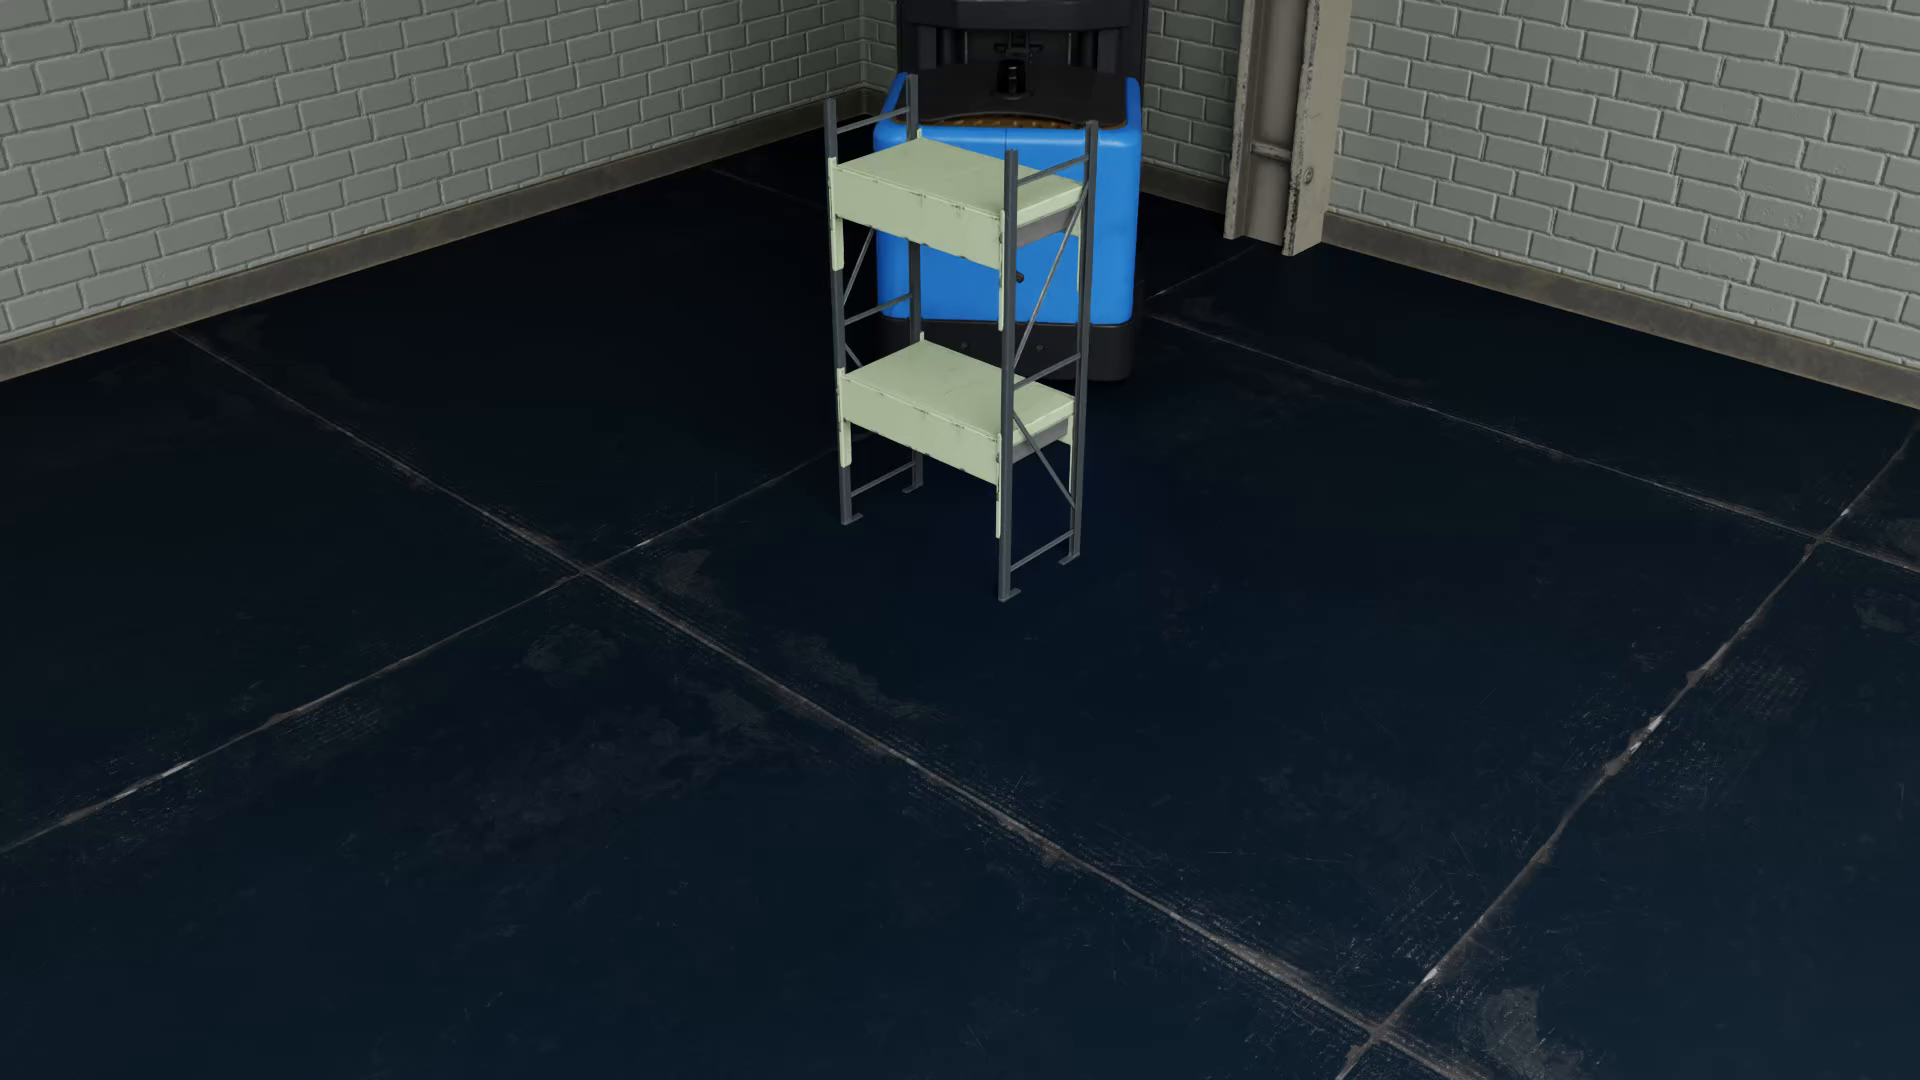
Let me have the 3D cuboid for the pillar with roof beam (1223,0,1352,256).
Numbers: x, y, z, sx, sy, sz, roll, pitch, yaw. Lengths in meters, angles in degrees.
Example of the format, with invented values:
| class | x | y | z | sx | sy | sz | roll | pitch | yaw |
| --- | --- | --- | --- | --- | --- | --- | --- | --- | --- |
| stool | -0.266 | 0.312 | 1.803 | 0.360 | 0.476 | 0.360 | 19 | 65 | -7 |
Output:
| class | x | y | z | sx | sy | sz | roll | pitch | yaw |
| --- | --- | --- | --- | --- | --- | --- | --- | --- | --- |
| pillar with roof beam | -1.338 | -3.703 | 3.176 | 0.400 | 9.000 | 9.100 | 25 | 39 | 35 |

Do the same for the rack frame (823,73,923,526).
| class | x | y | z | sx | sy | sz | roll | pitch | yaw |
| --- | --- | --- | --- | --- | --- | --- | --- | --- | --- |
| rack frame | -0.276 | -0.772 | 5.577 | 0.023 | 1.500 | 0.400 | 25 | 39 | 35 |

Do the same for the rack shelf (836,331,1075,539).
| class | x | y | z | sx | sy | sz | roll | pitch | yaw |
| --- | --- | --- | --- | --- | --- | --- | --- | --- | --- |
| rack shelf | -0.005 | -0.366 | 5.535 | 0.720 | 0.370 | 0.431 | 25 | 39 | 35 |

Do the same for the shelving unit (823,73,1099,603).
| class | x | y | z | sx | sy | sz | roll | pitch | yaw |
| --- | --- | --- | --- | --- | --- | --- | --- | --- | --- |
| shelving unit | -0.005 | -0.645 | 5.367 | 0.755 | 1.500 | 0.431 | 25 | 39 | 35 |

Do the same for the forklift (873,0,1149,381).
| class | x | y | z | sx | sy | sz | roll | pitch | yaw |
| --- | --- | --- | --- | --- | --- | --- | --- | --- | --- |
| forklift | 0.288 | -2.626 | 7.270 | 1.130 | 2.935 | 3.031 | 2 | 31 | 4 |

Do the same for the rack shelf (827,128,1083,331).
| class | x | y | z | sx | sy | sz | roll | pitch | yaw |
| --- | --- | --- | --- | --- | --- | --- | --- | --- | --- |
| rack shelf | -0.005 | -0.979 | 5.166 | 0.720 | 0.370 | 0.431 | 25 | 39 | 35 |

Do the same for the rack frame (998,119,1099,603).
| class | x | y | z | sx | sy | sz | roll | pitch | yaw |
| --- | --- | --- | --- | --- | --- | --- | --- | --- | --- |
| rack frame | 0.266 | -0.518 | 5.157 | 0.023 | 1.500 | 0.400 | 25 | 39 | 35 |
